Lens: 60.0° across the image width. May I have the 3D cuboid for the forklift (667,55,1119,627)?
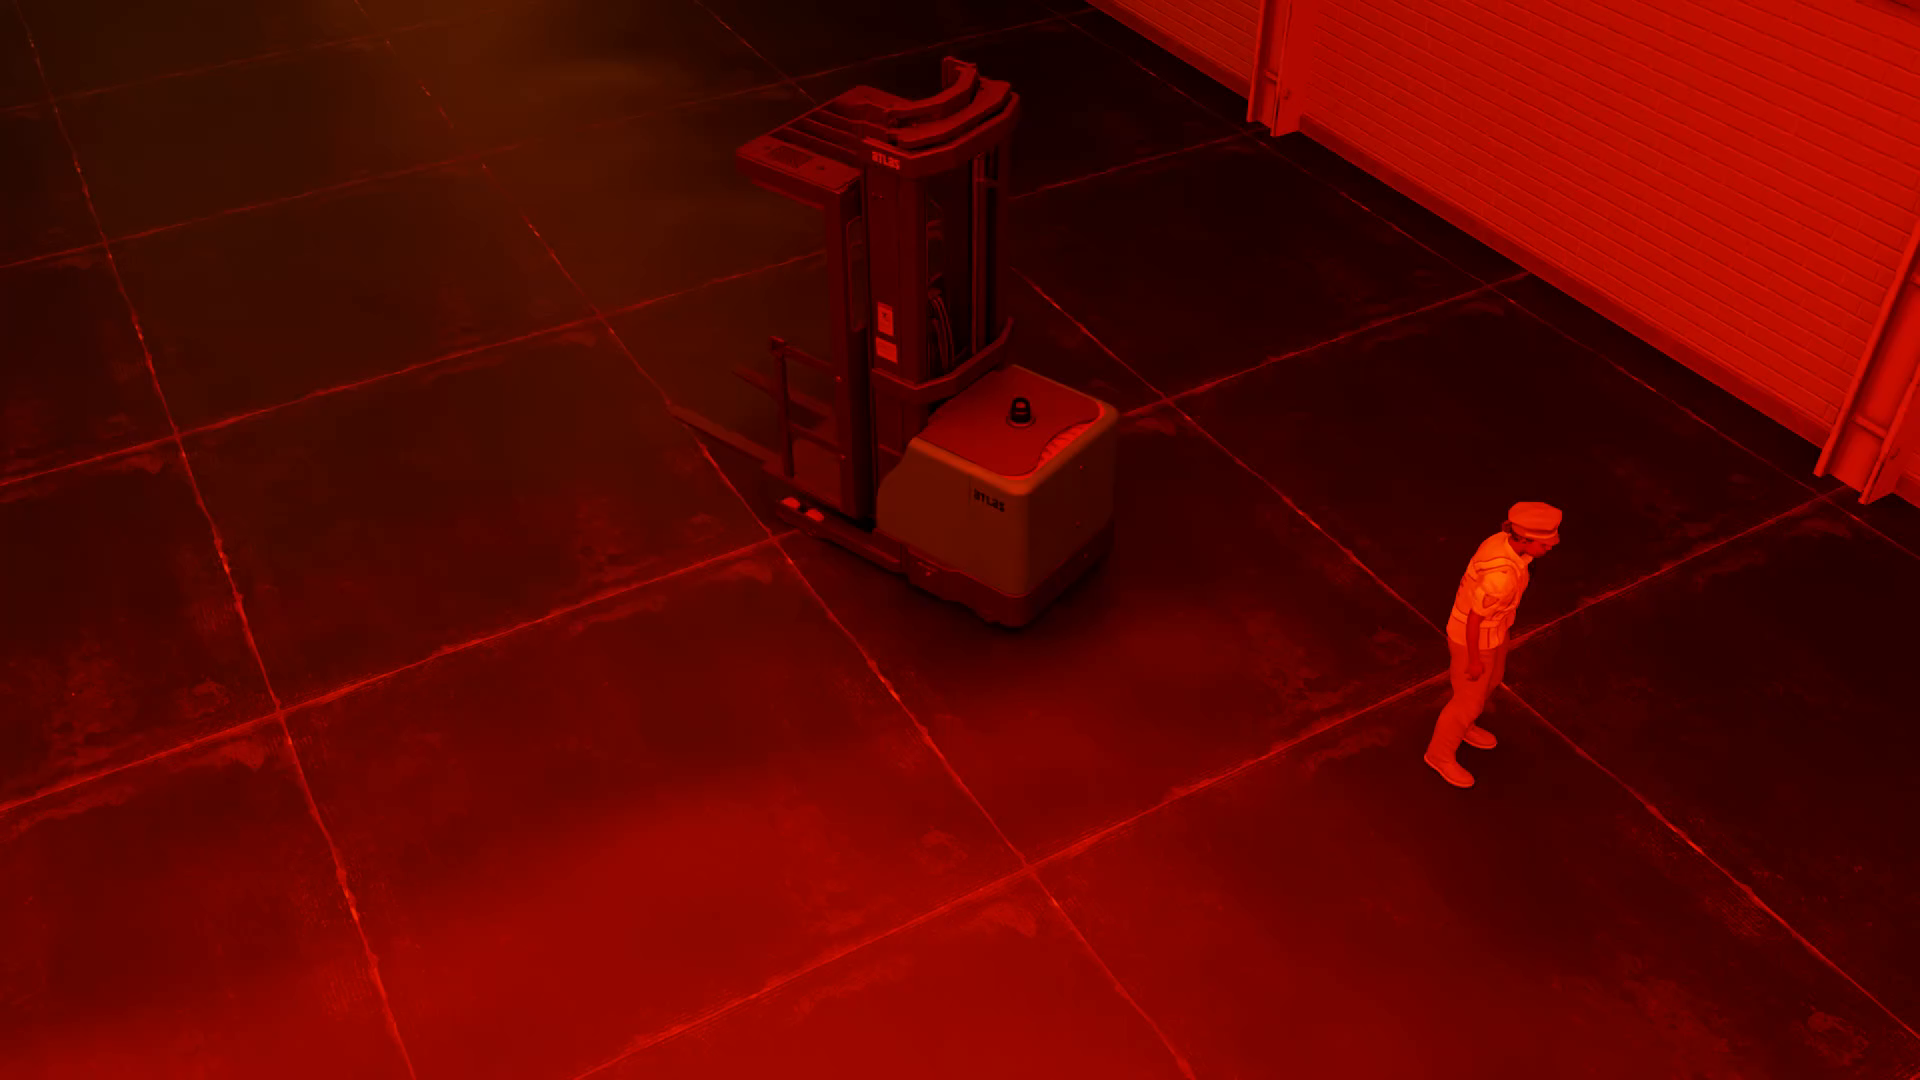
[{"bbox_3d":[-0.541,-1.395,9.718,3.031,2.935,1.130,26,46,28],"label":"forklift"}]

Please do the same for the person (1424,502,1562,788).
[{"bbox_3d":[2.673,0.496,8.439,0.397,1.656,0.514,22,45,25],"label":"person"}]
